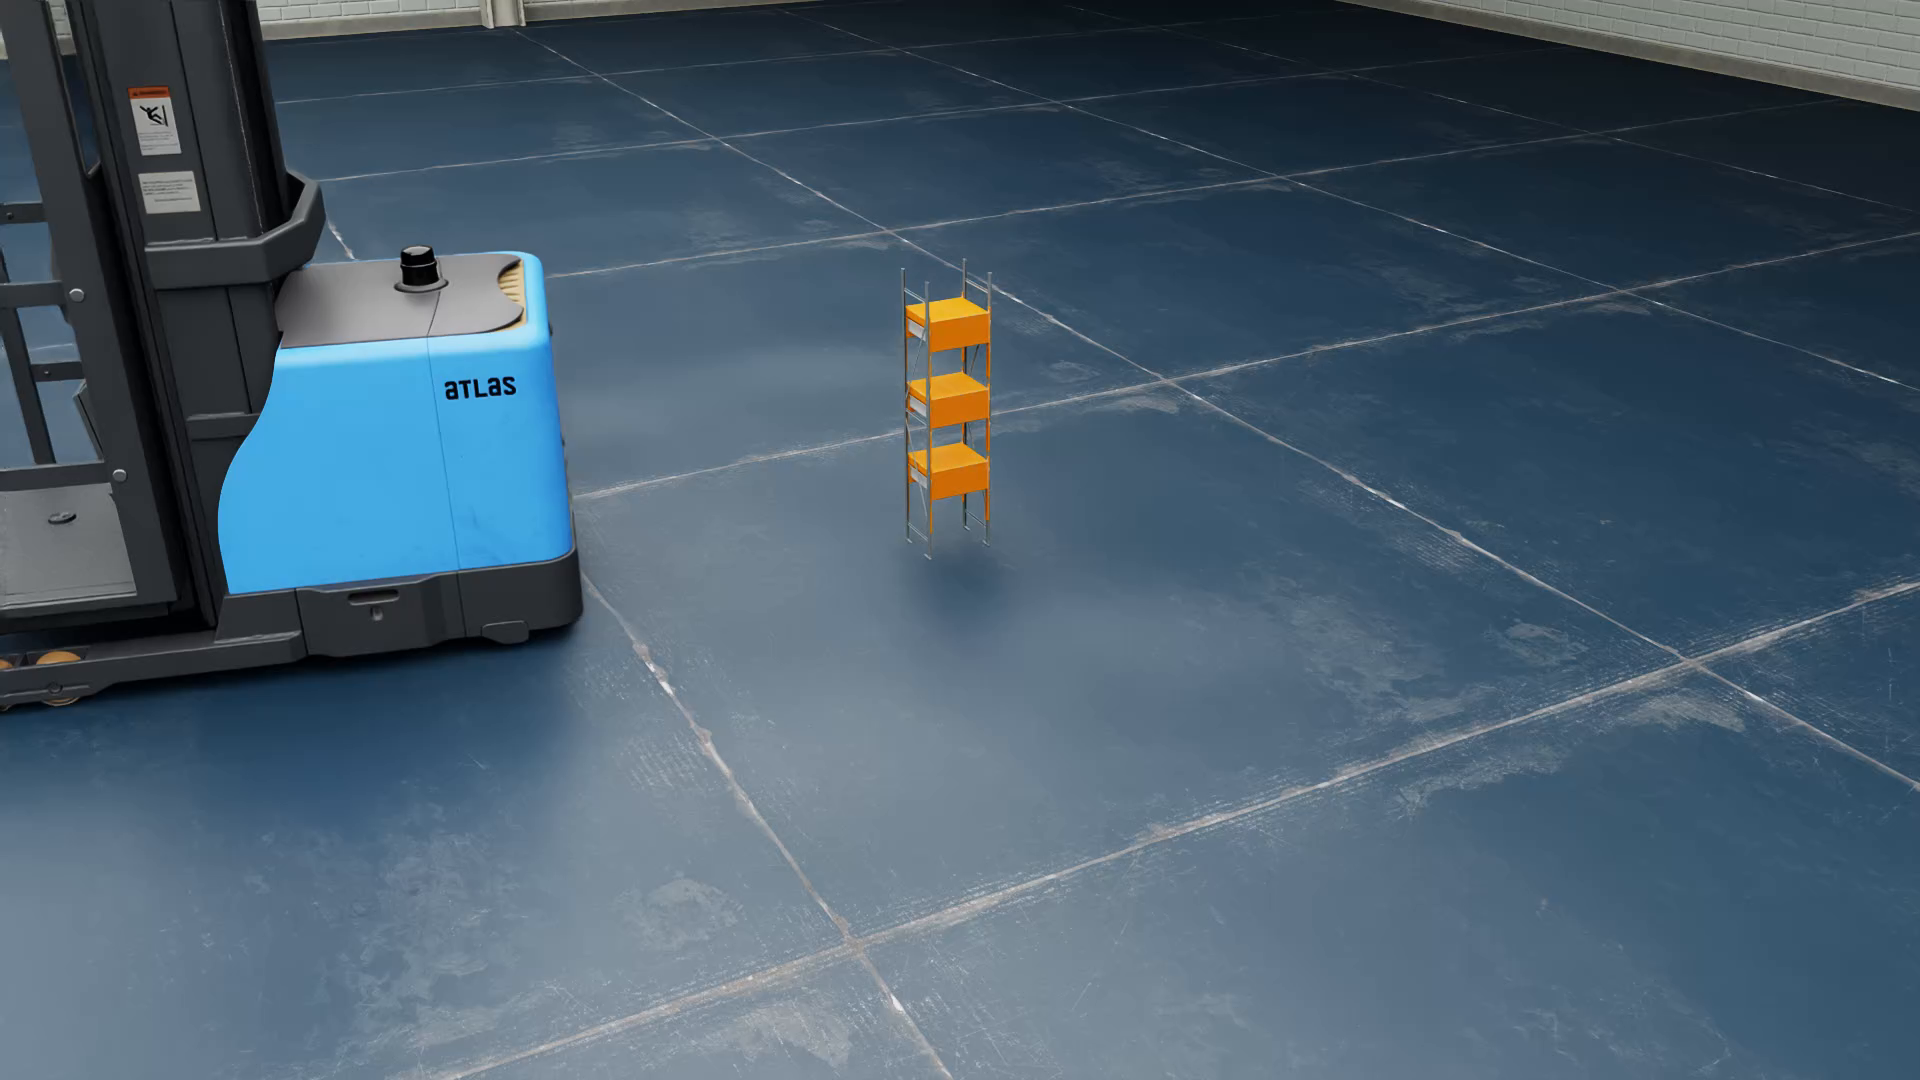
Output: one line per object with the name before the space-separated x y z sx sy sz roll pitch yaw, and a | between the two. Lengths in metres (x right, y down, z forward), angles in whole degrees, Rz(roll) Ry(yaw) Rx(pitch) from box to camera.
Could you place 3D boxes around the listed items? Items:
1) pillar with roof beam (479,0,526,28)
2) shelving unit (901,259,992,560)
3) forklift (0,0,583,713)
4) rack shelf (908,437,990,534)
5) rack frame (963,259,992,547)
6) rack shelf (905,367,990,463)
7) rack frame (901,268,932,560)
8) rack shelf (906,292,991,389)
pillar with roof beam | -2.802 -7.865 12.235 0.400 9.000 9.100 -13 29 -25
shelving unit | -0.047 -0.462 6.000 0.252 1.050 0.215 -13 29 -25
forklift | -2.839 -1.037 5.024 3.031 2.935 1.130 -6 26 -13
rack shelf | -0.047 -0.202 6.125 0.240 0.259 0.215 -13 29 -25
rack frame | 0.060 -0.487 6.052 0.008 1.050 0.200 -13 29 -25
rack shelf | -0.047 -0.453 6.005 0.240 0.259 0.215 -13 29 -25
rack frame | -0.155 -0.438 5.948 0.008 1.050 0.200 -13 29 -25
rack shelf | -0.047 -0.709 5.882 0.240 0.259 0.215 -13 29 -25
